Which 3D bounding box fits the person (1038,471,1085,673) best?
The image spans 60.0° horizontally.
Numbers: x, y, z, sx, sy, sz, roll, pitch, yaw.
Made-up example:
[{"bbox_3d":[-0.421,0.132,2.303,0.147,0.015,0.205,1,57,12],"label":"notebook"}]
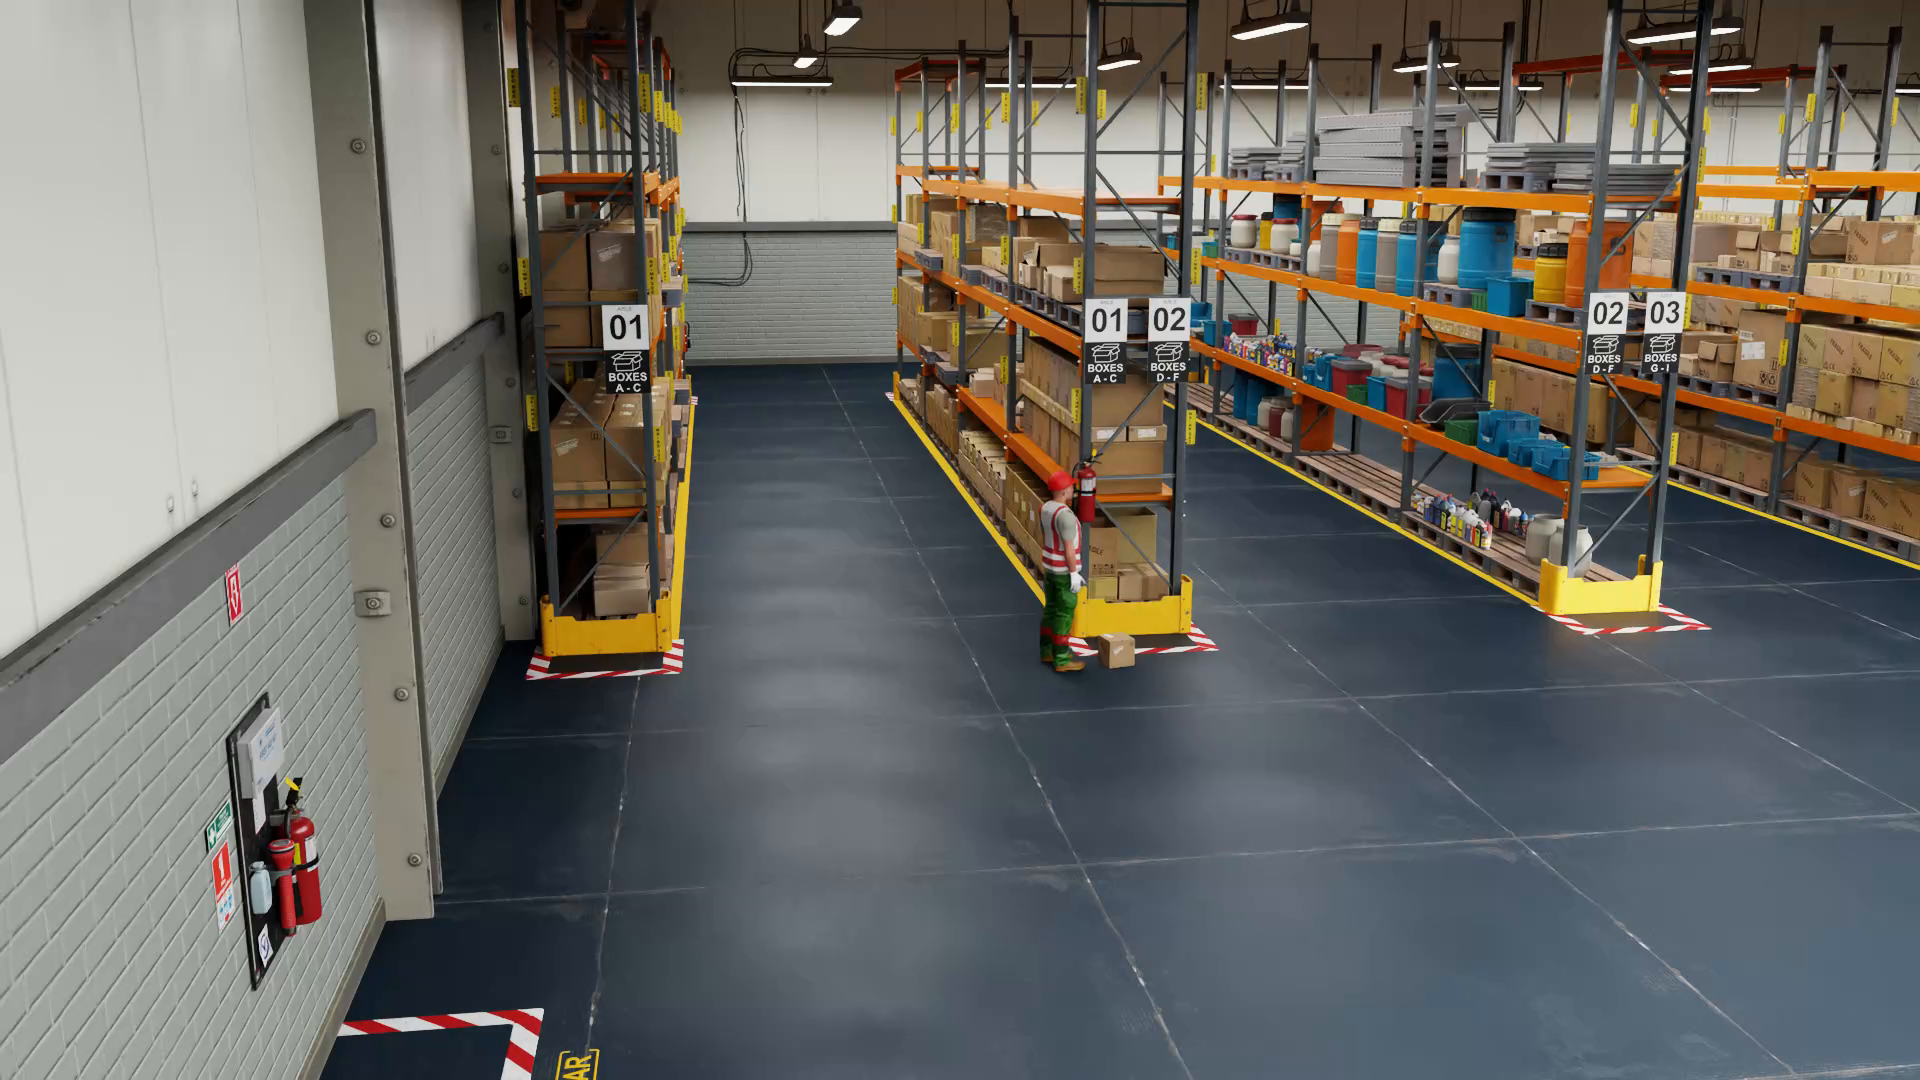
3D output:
[{"bbox_3d":[0.914,0.269,14.756,0.350,1.792,0.534,-5,14,-20],"label":"person"}]
